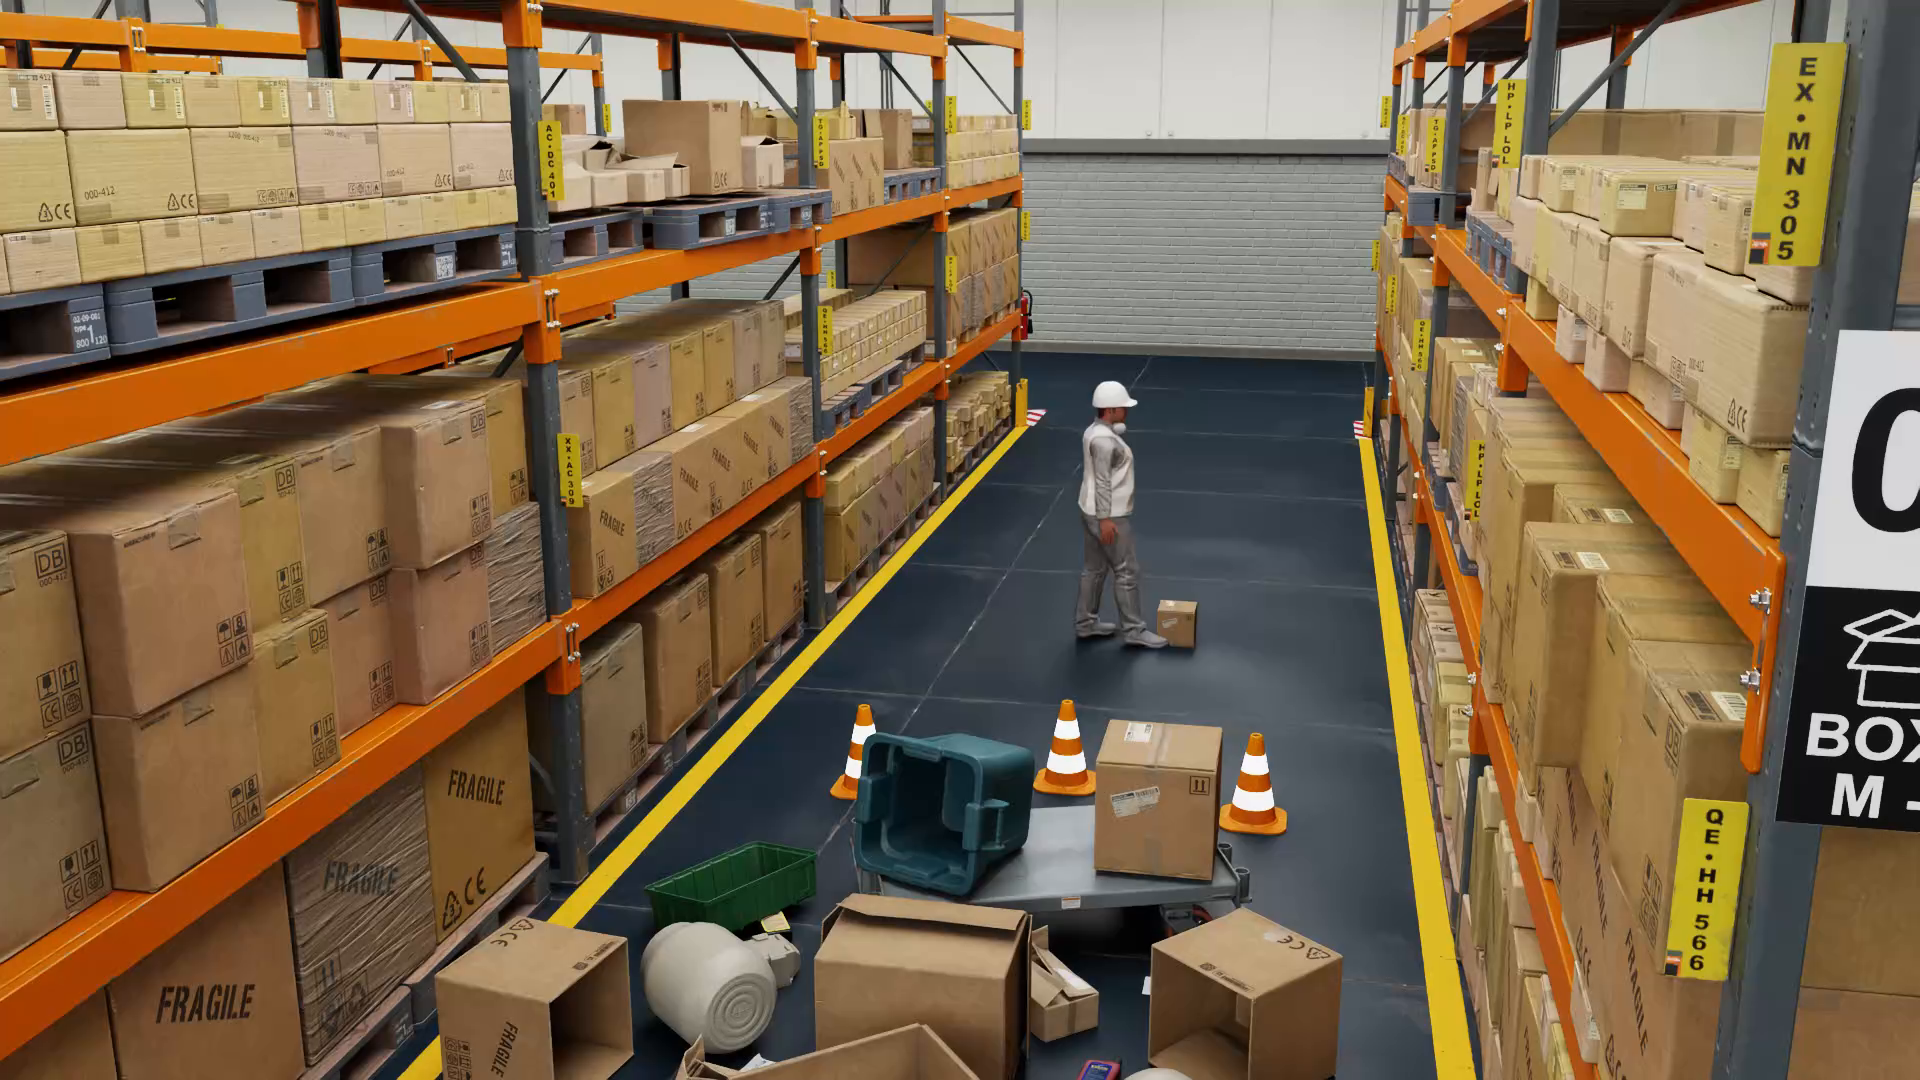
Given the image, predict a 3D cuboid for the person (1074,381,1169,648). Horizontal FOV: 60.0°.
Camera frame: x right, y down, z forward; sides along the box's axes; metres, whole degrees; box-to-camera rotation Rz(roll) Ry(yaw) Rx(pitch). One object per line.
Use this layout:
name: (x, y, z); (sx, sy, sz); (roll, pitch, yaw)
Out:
person: (1.082, -0.192, 11.163); (0.607, 1.769, 0.557); (-2, 15, -6)
